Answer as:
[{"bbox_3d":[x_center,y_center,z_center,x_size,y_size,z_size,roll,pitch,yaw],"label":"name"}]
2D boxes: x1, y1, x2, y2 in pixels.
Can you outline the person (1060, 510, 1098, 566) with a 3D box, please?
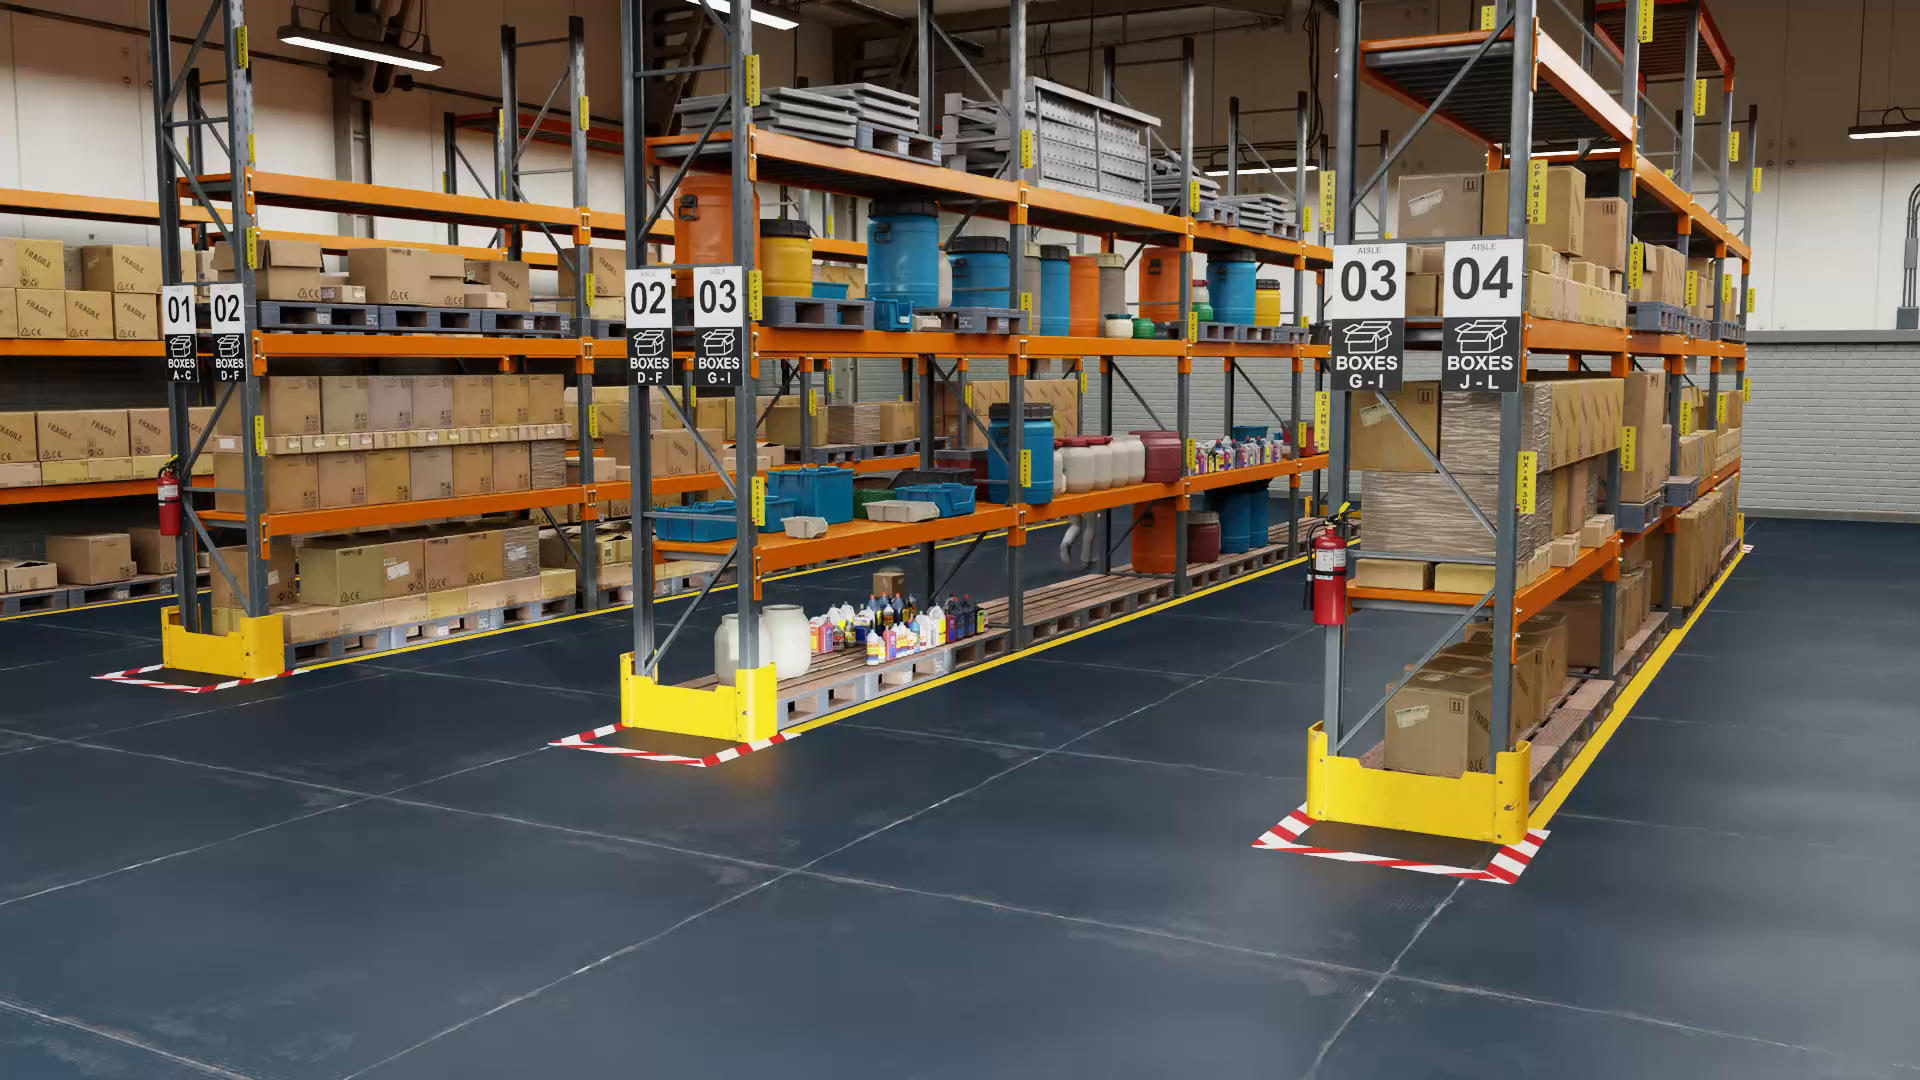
[{"bbox_3d":[1.507,-0.487,20.787,0.478,1.640,0.577,4,7,31],"label":"person"}]
